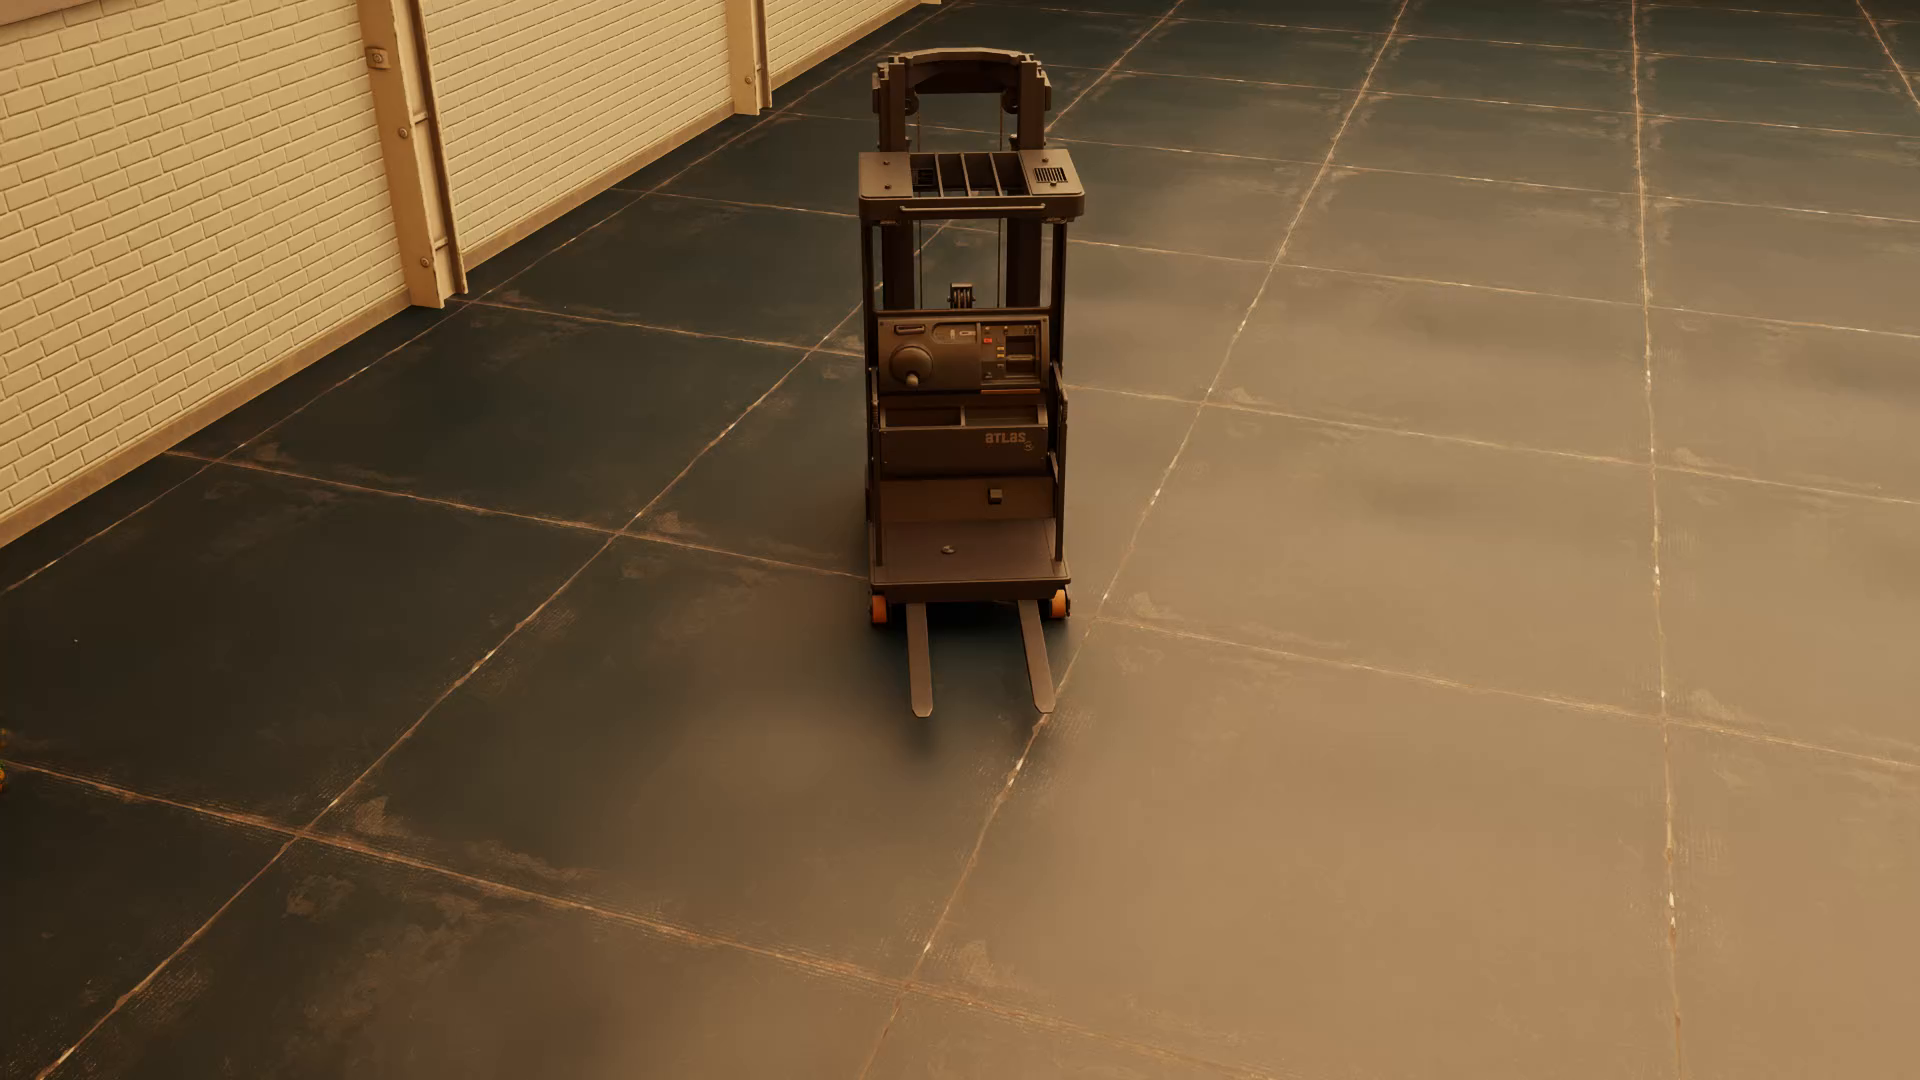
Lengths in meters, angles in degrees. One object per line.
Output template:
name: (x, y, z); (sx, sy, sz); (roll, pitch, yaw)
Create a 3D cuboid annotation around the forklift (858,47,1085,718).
forklift: (0.035, -0.972, 8.842); (1.130, 2.935, 3.031); (-2, 30, -3)
